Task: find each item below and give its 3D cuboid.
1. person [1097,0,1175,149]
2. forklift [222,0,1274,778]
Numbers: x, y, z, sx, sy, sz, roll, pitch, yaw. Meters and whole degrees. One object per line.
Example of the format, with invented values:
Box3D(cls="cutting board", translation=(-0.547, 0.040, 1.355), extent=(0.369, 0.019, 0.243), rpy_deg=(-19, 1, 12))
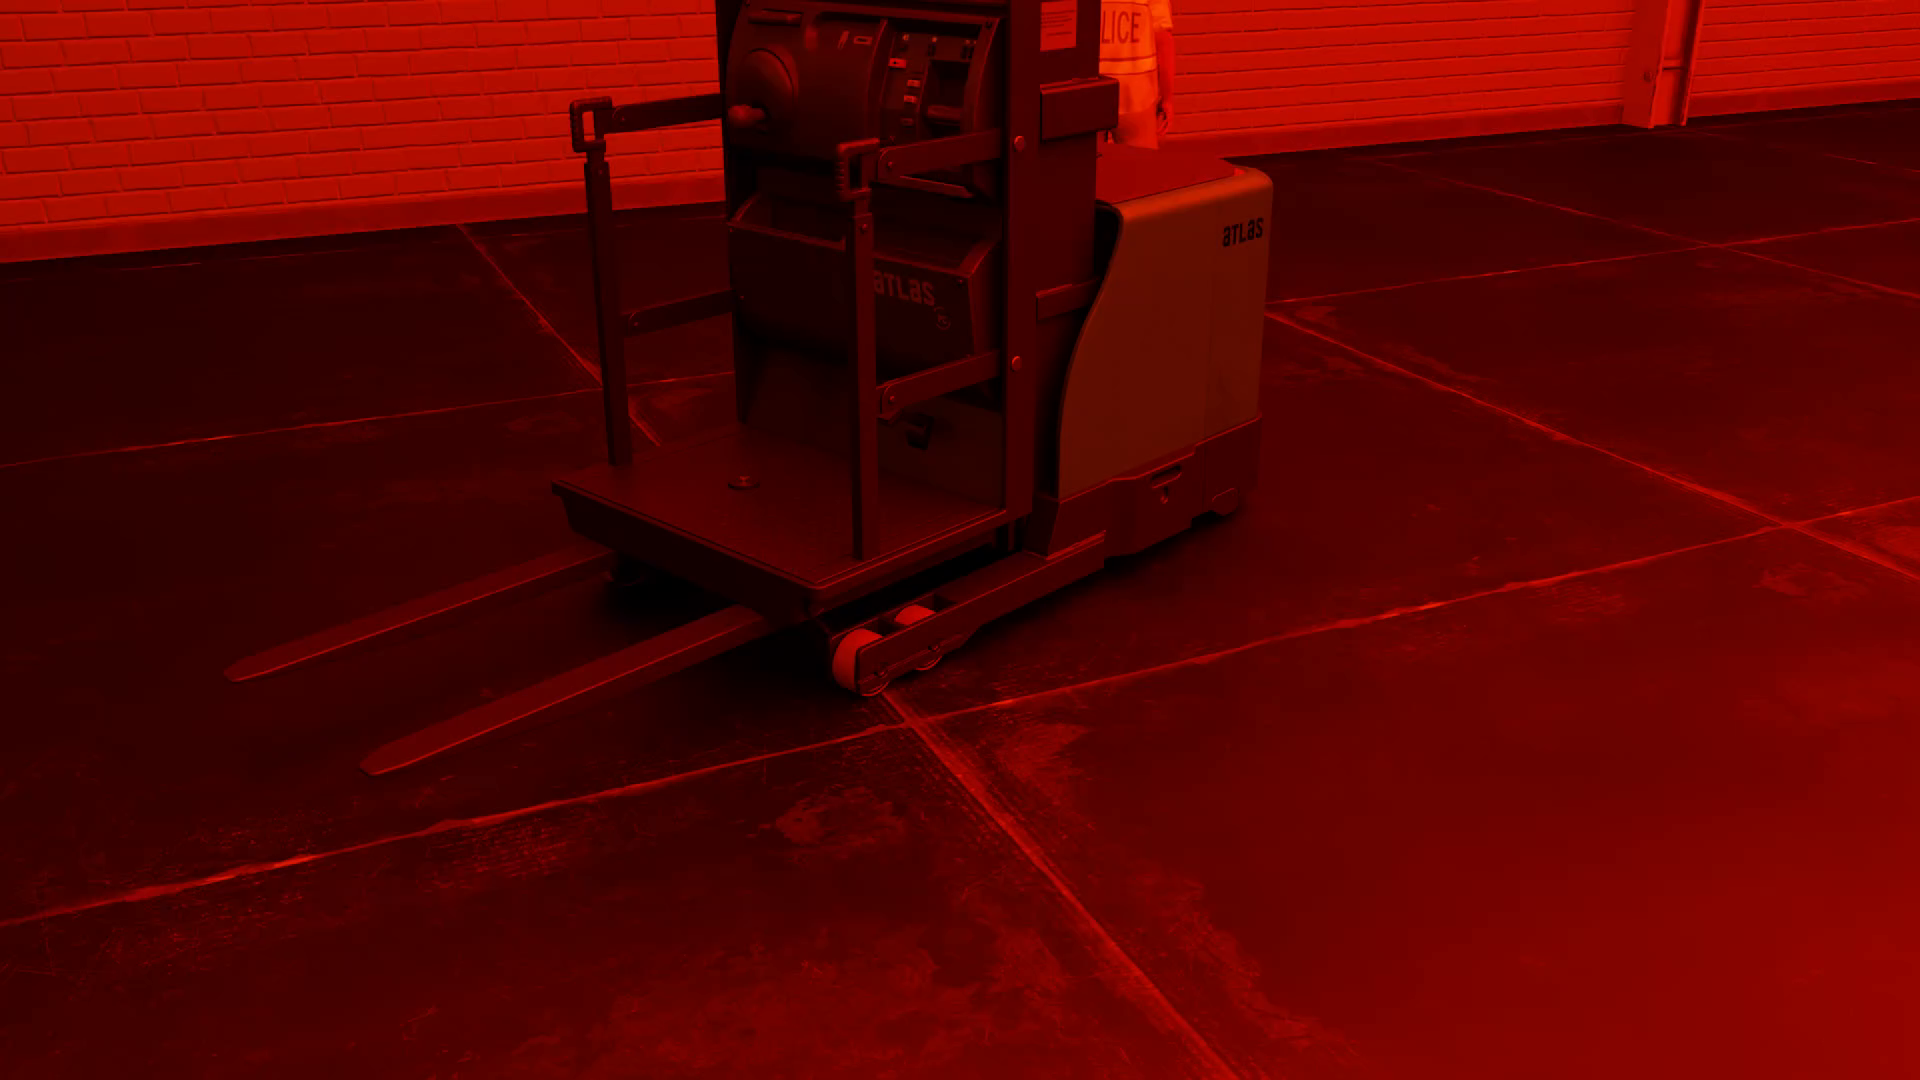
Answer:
Box3D(cls="person", translation=(0.700, -2.024, 7.699), extent=(0.599, 1.747, 0.443), rpy_deg=(4, 23, 10))
Box3D(cls="forklift", translation=(-0.413, -1.182, 4.131), extent=(1.130, 2.935, 3.031), rpy_deg=(19, 29, 39))
